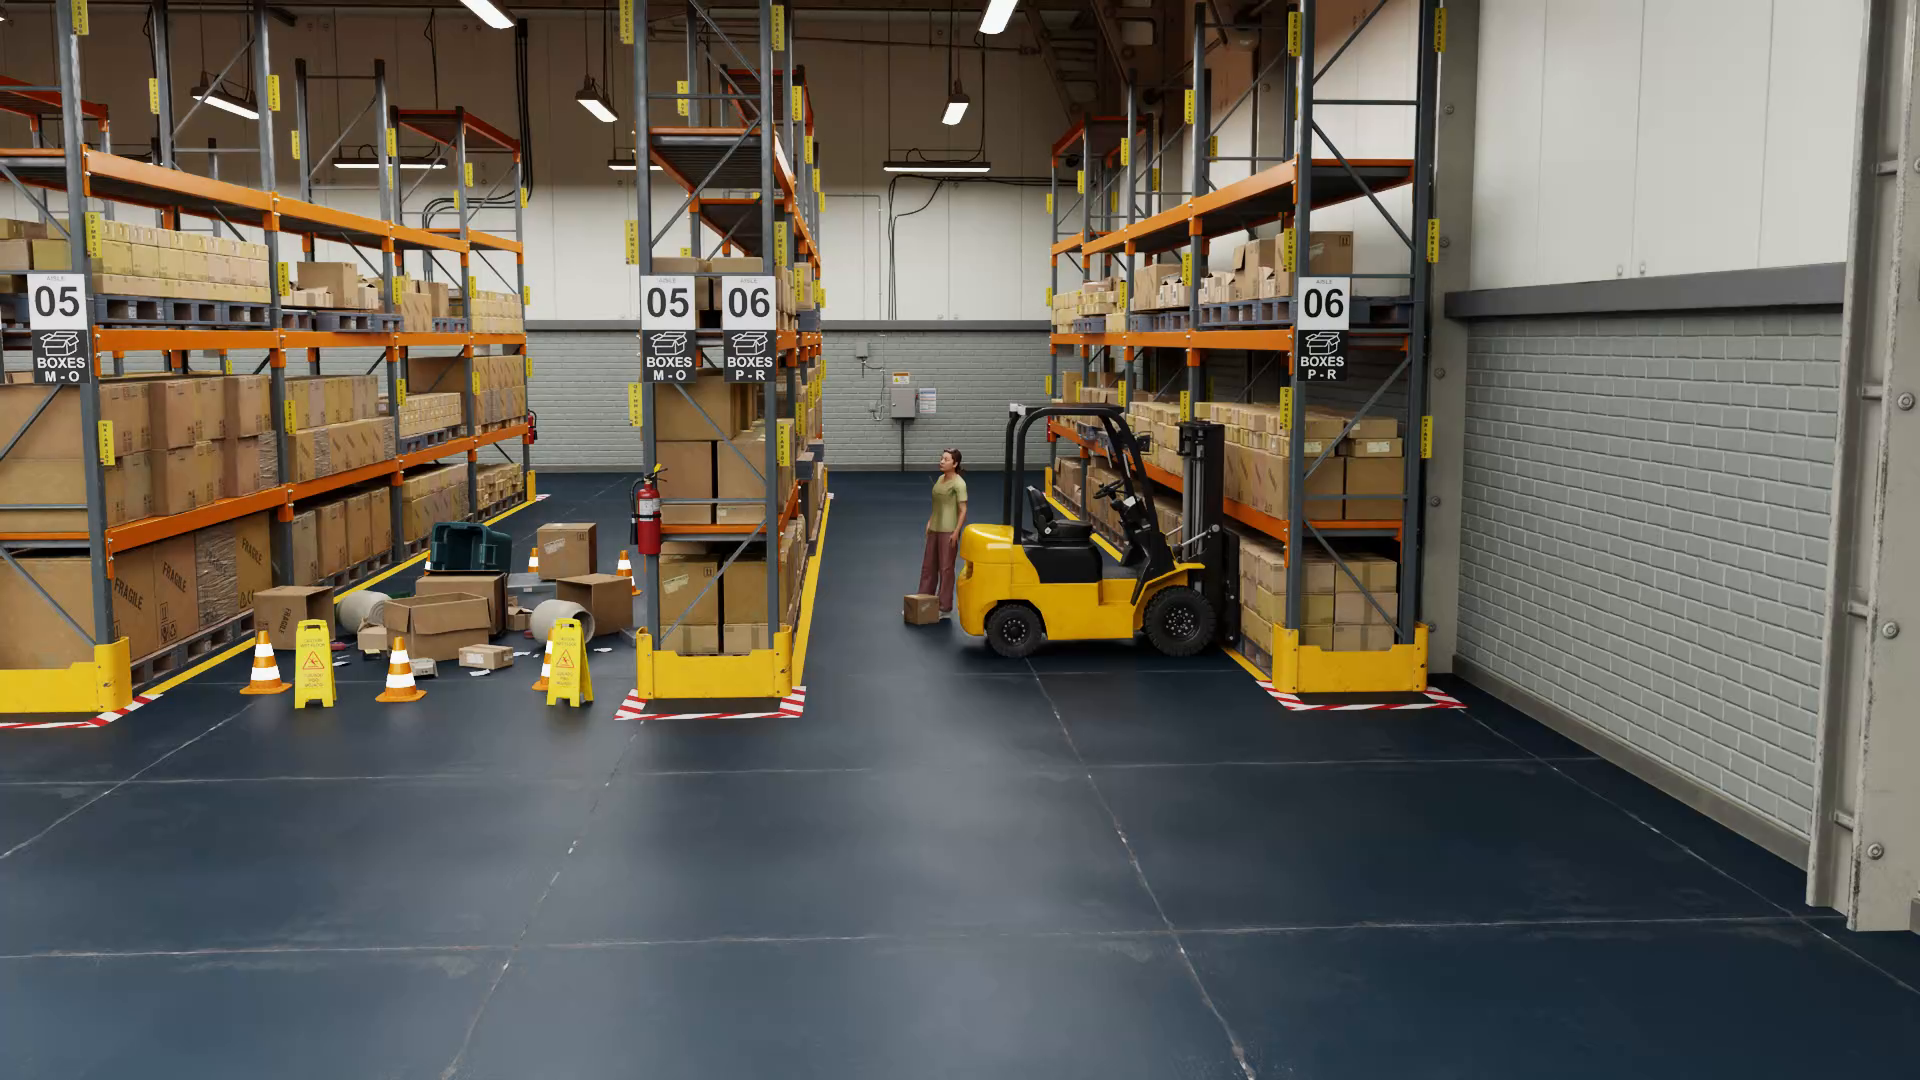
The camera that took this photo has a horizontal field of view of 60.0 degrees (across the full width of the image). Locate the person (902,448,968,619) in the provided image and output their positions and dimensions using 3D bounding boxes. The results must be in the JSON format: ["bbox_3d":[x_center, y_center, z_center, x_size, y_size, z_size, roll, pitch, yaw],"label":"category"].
[{"bbox_3d":[-0.213,-0.063,16.200,0.547,1.673,0.554,-4,8,-33],"label":"person"}]
